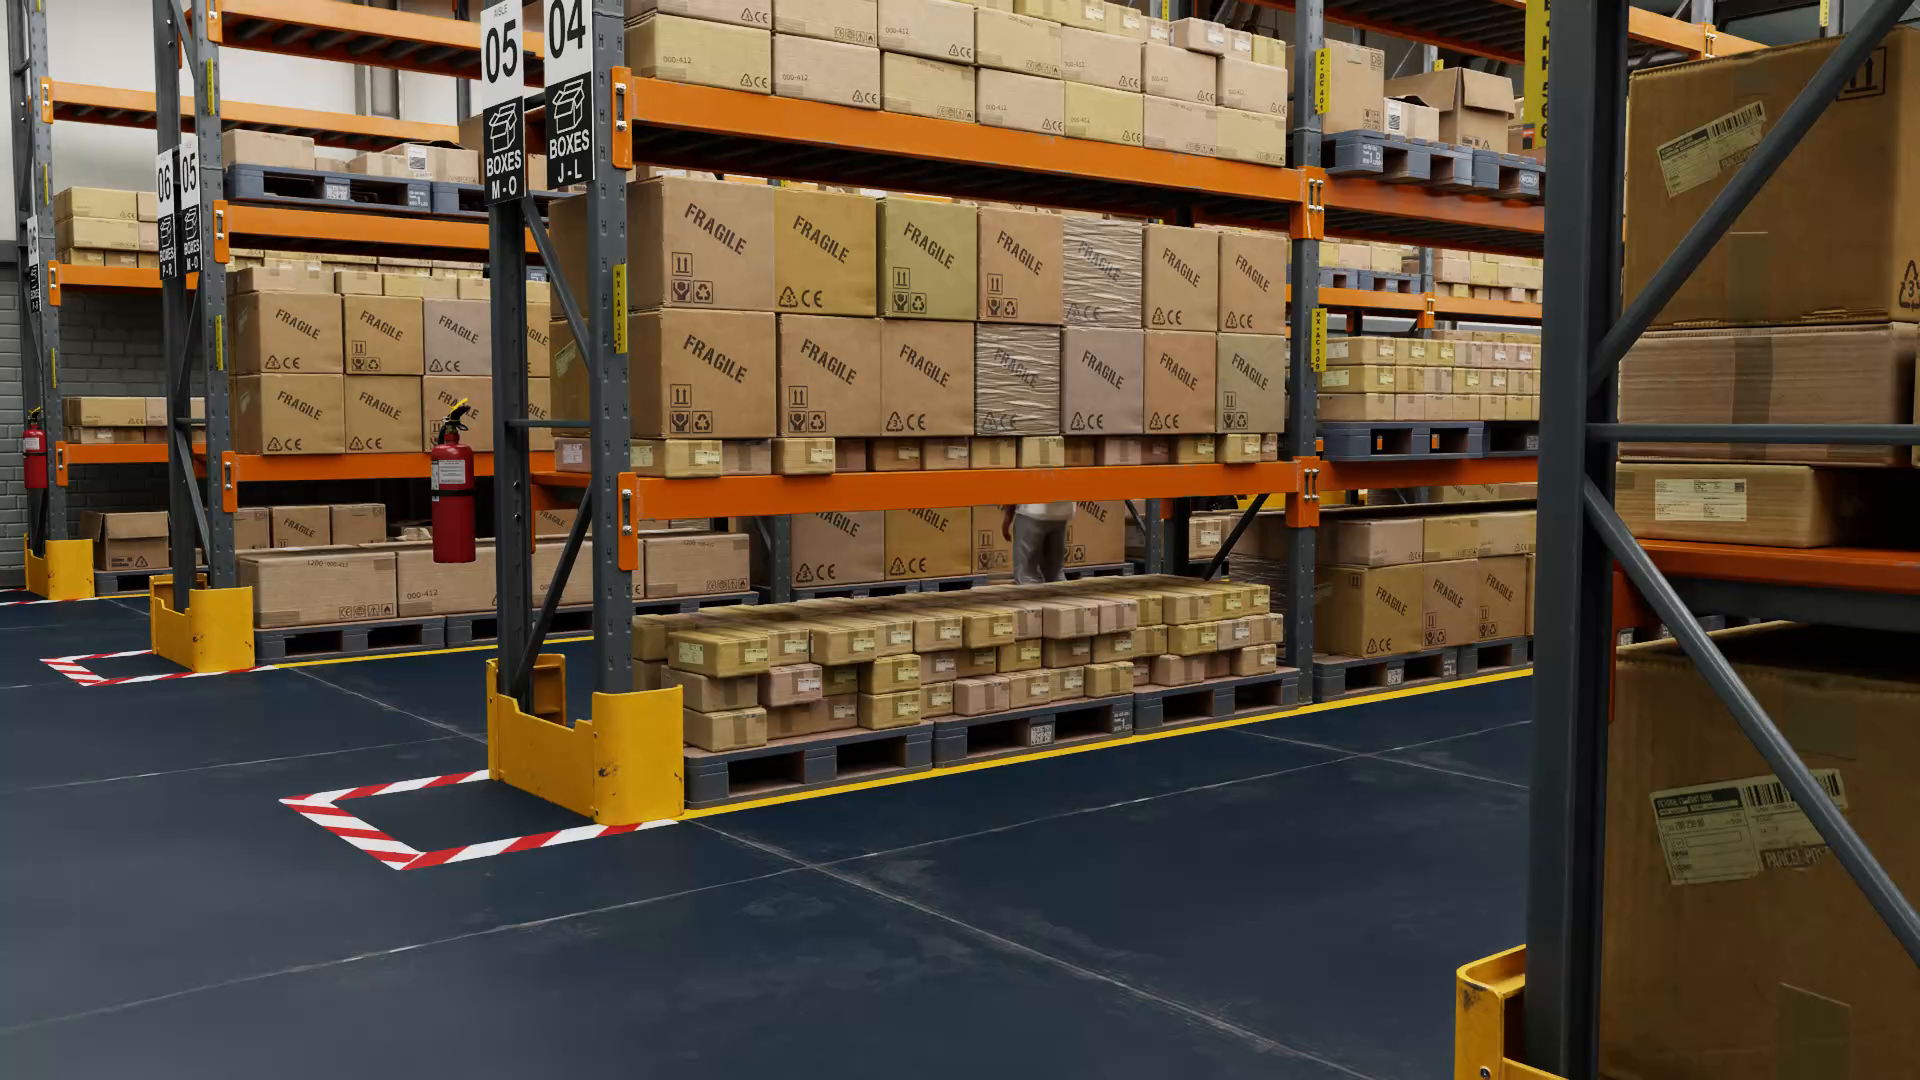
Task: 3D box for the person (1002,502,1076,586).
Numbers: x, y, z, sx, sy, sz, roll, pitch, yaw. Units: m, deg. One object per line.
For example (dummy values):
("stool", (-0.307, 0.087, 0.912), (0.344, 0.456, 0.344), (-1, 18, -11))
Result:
("person", (0.527, -0.167, 11.141), (0.613, 1.757, 0.456), (-4, 6, -41))
